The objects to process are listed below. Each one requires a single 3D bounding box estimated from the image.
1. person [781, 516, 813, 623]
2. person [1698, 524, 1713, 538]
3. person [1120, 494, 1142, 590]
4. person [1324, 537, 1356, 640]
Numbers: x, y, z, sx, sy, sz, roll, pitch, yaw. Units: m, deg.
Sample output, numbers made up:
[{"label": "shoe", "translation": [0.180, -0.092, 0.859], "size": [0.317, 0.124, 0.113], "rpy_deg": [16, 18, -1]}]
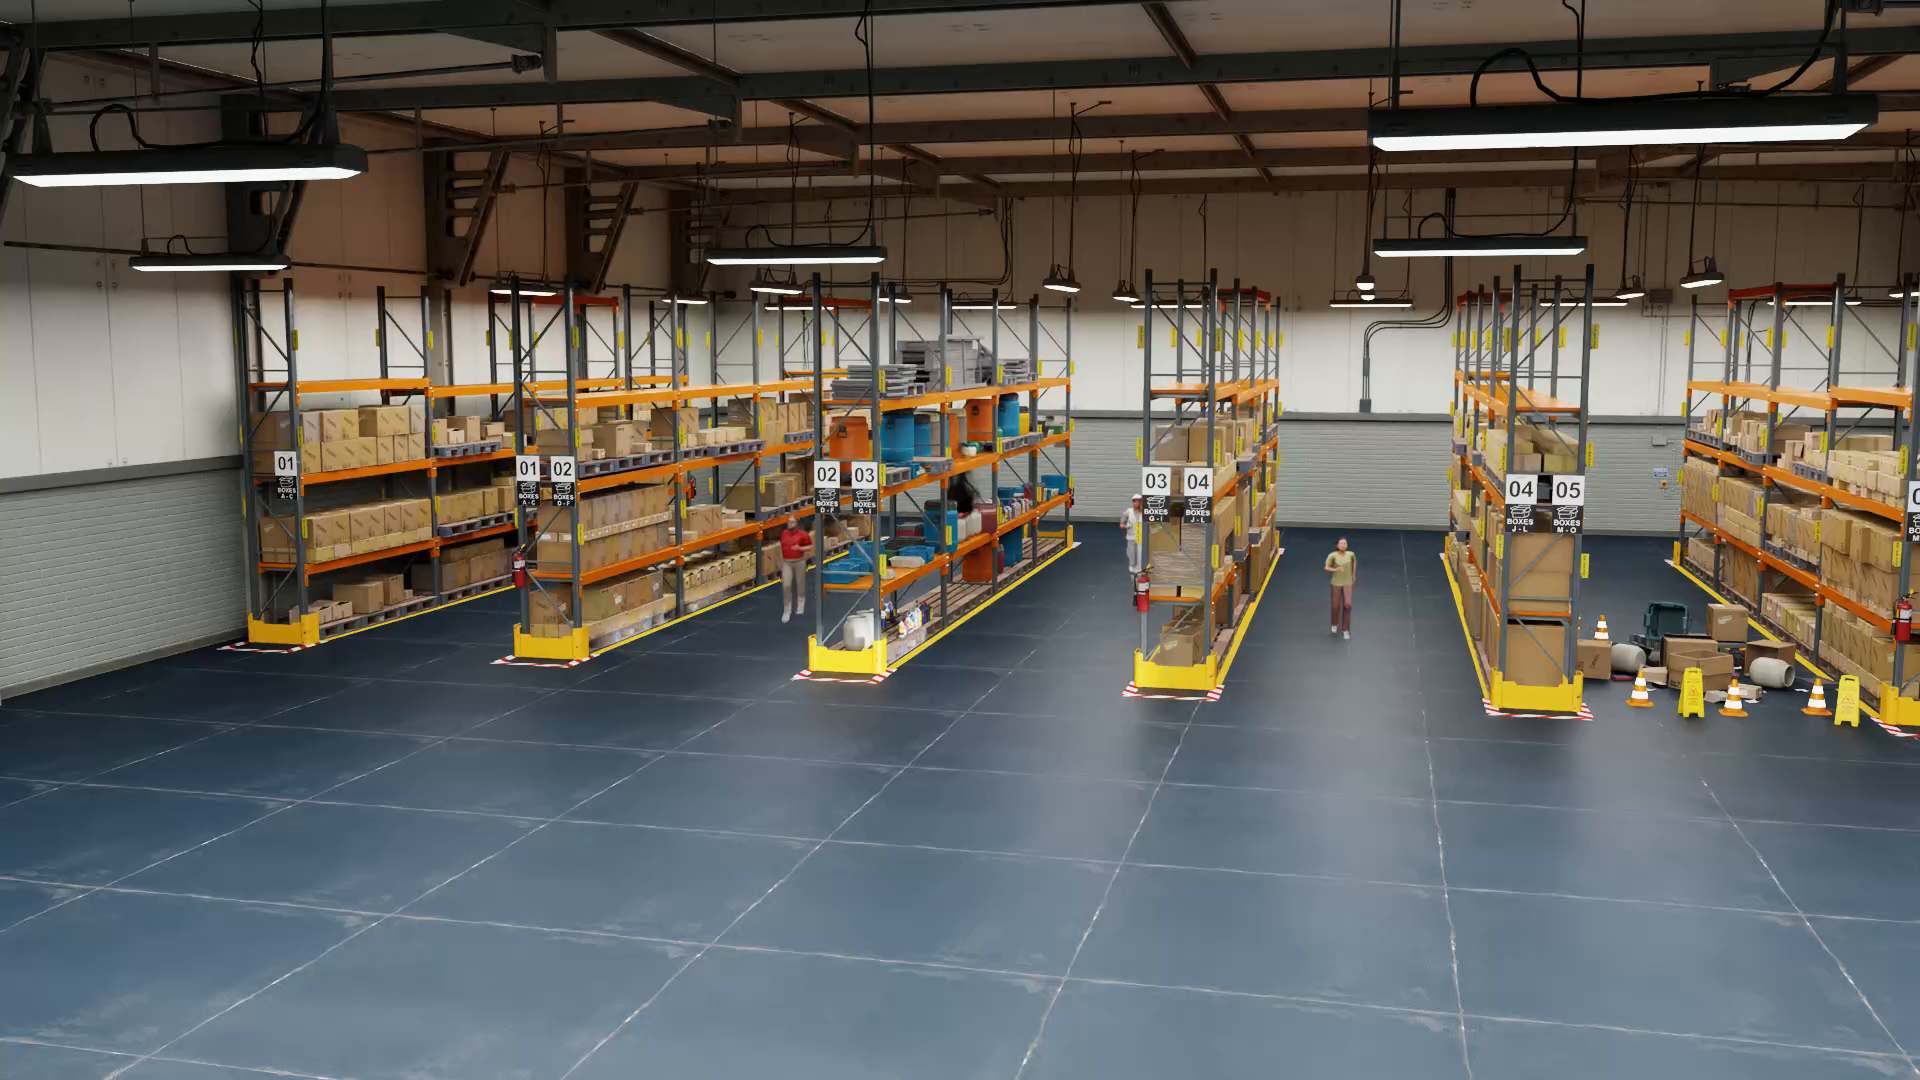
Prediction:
[{"label": "person", "translation": [-2.826, 0.482, 28.633], "size": [0.629, 1.802, 0.785], "rpy_deg": [1, 7, 9]}, {"label": "person", "translation": [17.232, -0.368, 38.140], "size": [0.543, 1.626, 0.730], "rpy_deg": [4, 8, 31]}, {"label": "person", "translation": [3.323, 0.047, 31.297], "size": [0.645, 1.831, 0.842], "rpy_deg": [1, 7, 8]}, {"label": "person", "translation": [6.437, 0.798, 28.169], "size": [0.564, 1.737, 0.780], "rpy_deg": [1, 7, 5]}]
